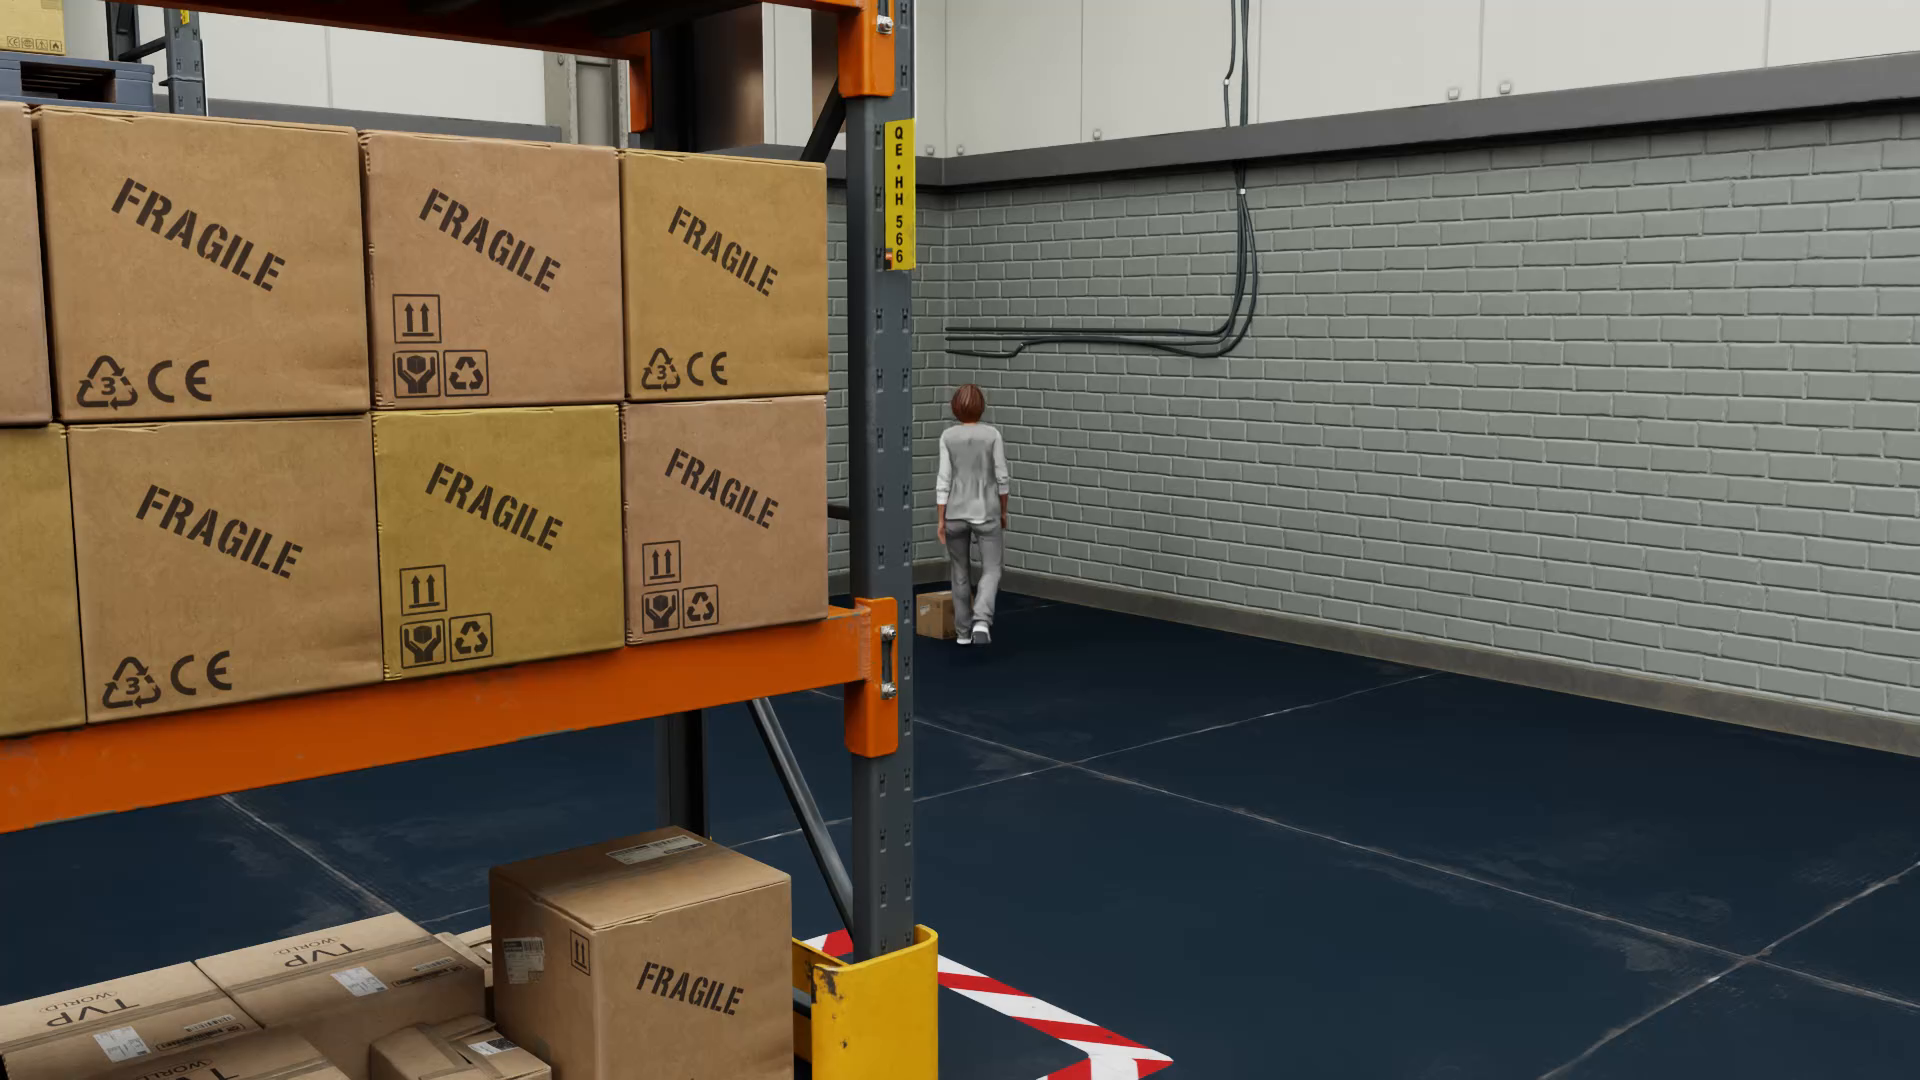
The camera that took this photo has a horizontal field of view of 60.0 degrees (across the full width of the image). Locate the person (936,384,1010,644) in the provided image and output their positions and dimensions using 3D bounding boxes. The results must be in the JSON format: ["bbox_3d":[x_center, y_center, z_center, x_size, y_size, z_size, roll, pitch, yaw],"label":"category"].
[{"bbox_3d":[0.080,-0.124,9.783,0.427,1.557,0.763,1,8,8],"label":"person"}]
